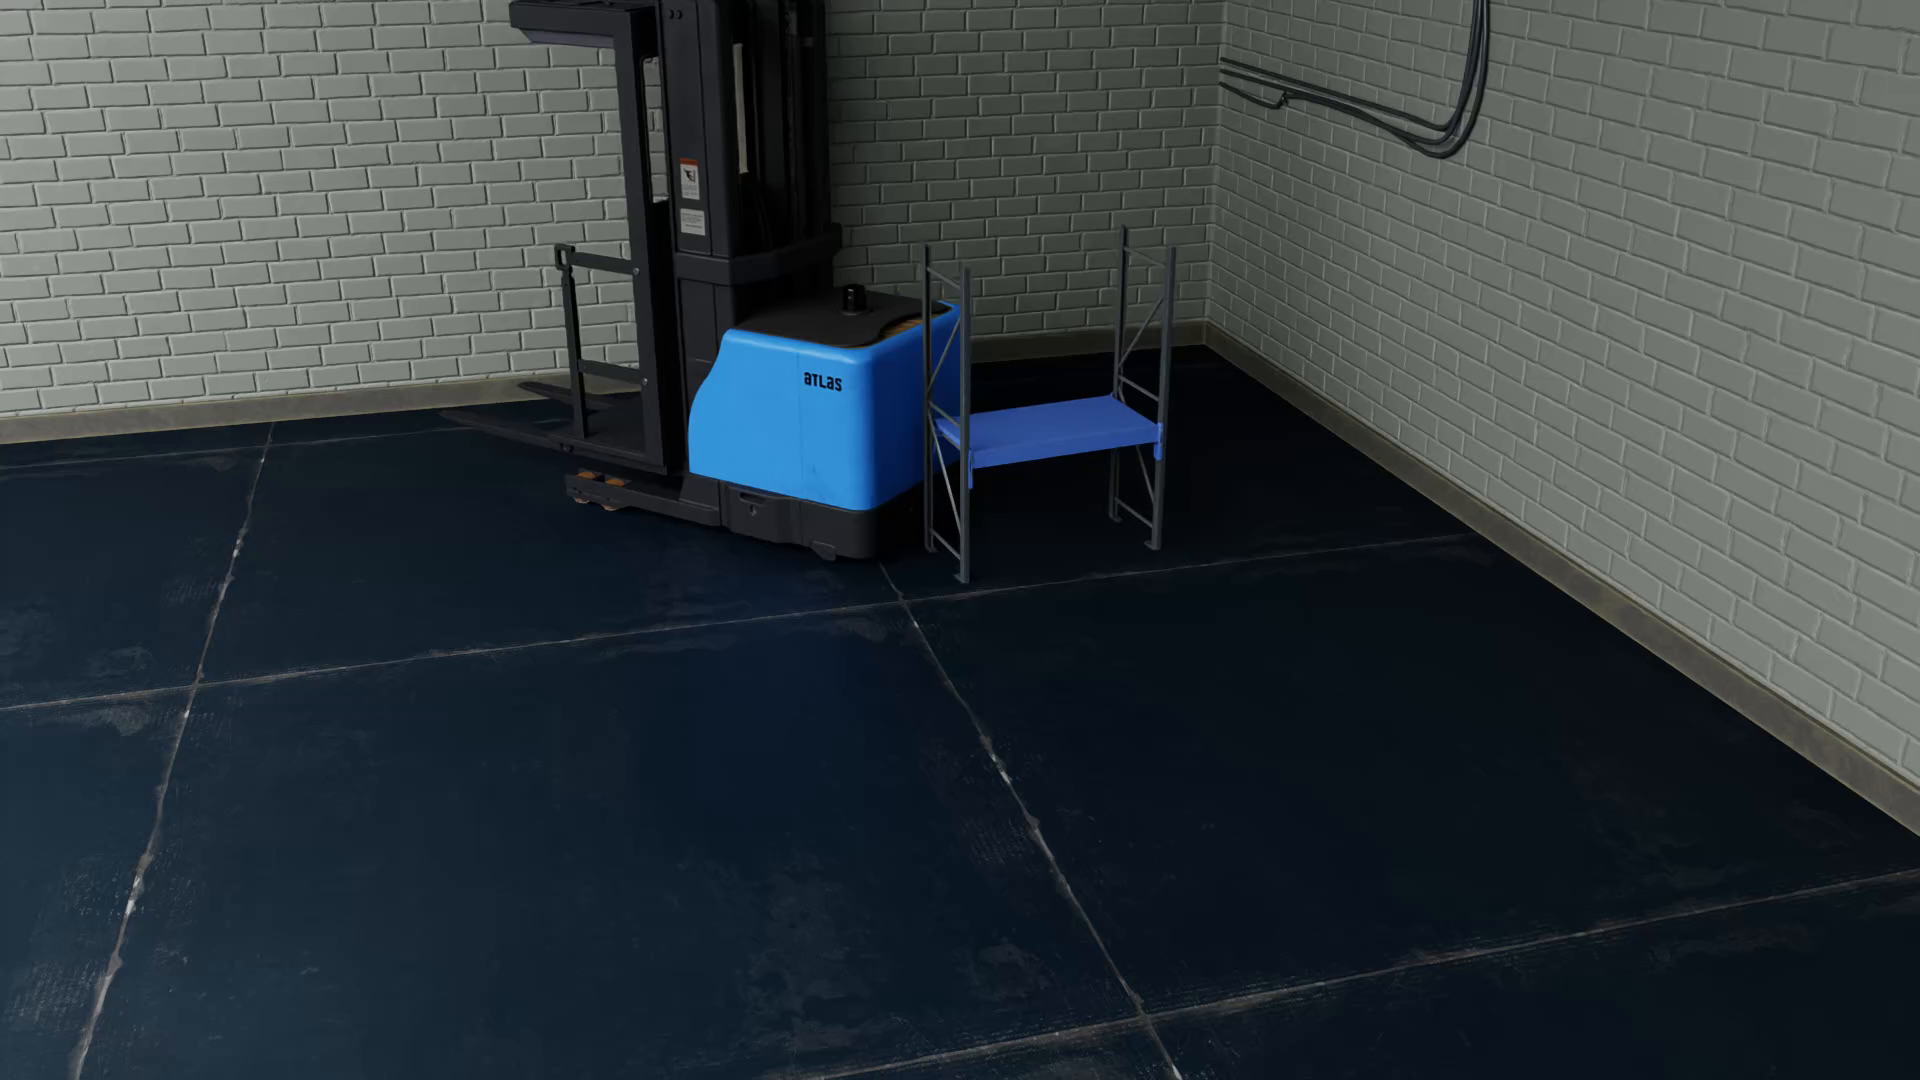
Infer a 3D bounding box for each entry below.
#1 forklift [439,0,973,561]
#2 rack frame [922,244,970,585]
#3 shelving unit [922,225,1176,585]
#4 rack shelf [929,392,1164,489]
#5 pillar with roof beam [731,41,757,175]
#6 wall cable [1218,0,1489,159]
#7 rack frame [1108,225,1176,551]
[{"bbox_3d":[-1.463,-1.660,8.401,3.031,2.935,1.130,13,27,28],"label":"forklift"},{"bbox_3d":[-0.066,-0.574,7.685,0.032,1.500,0.500,-9,25,-21],"label":"rack frame"},{"bbox_3d":[0.403,-0.651,7.865,1.048,1.500,0.538,-9,25,-21],"label":"shelving unit"},{"bbox_3d":[0.403,-0.486,7.936,1.000,0.185,0.538,-9,25,-21],"label":"rack shelf"},{"bbox_3d":[0.003,-3.480,4.948,0.400,9.000,9.100,-6,24,-14],"label":"pillar with roof beam"},{"bbox_3d":[2.034,-3.499,8.930,0.112,2.526,3.097,-6,24,-14],"label":"wall cable"},{"bbox_3d":[0.872,-0.728,8.045,0.032,1.500,0.500,-9,25,-21],"label":"rack frame"}]
